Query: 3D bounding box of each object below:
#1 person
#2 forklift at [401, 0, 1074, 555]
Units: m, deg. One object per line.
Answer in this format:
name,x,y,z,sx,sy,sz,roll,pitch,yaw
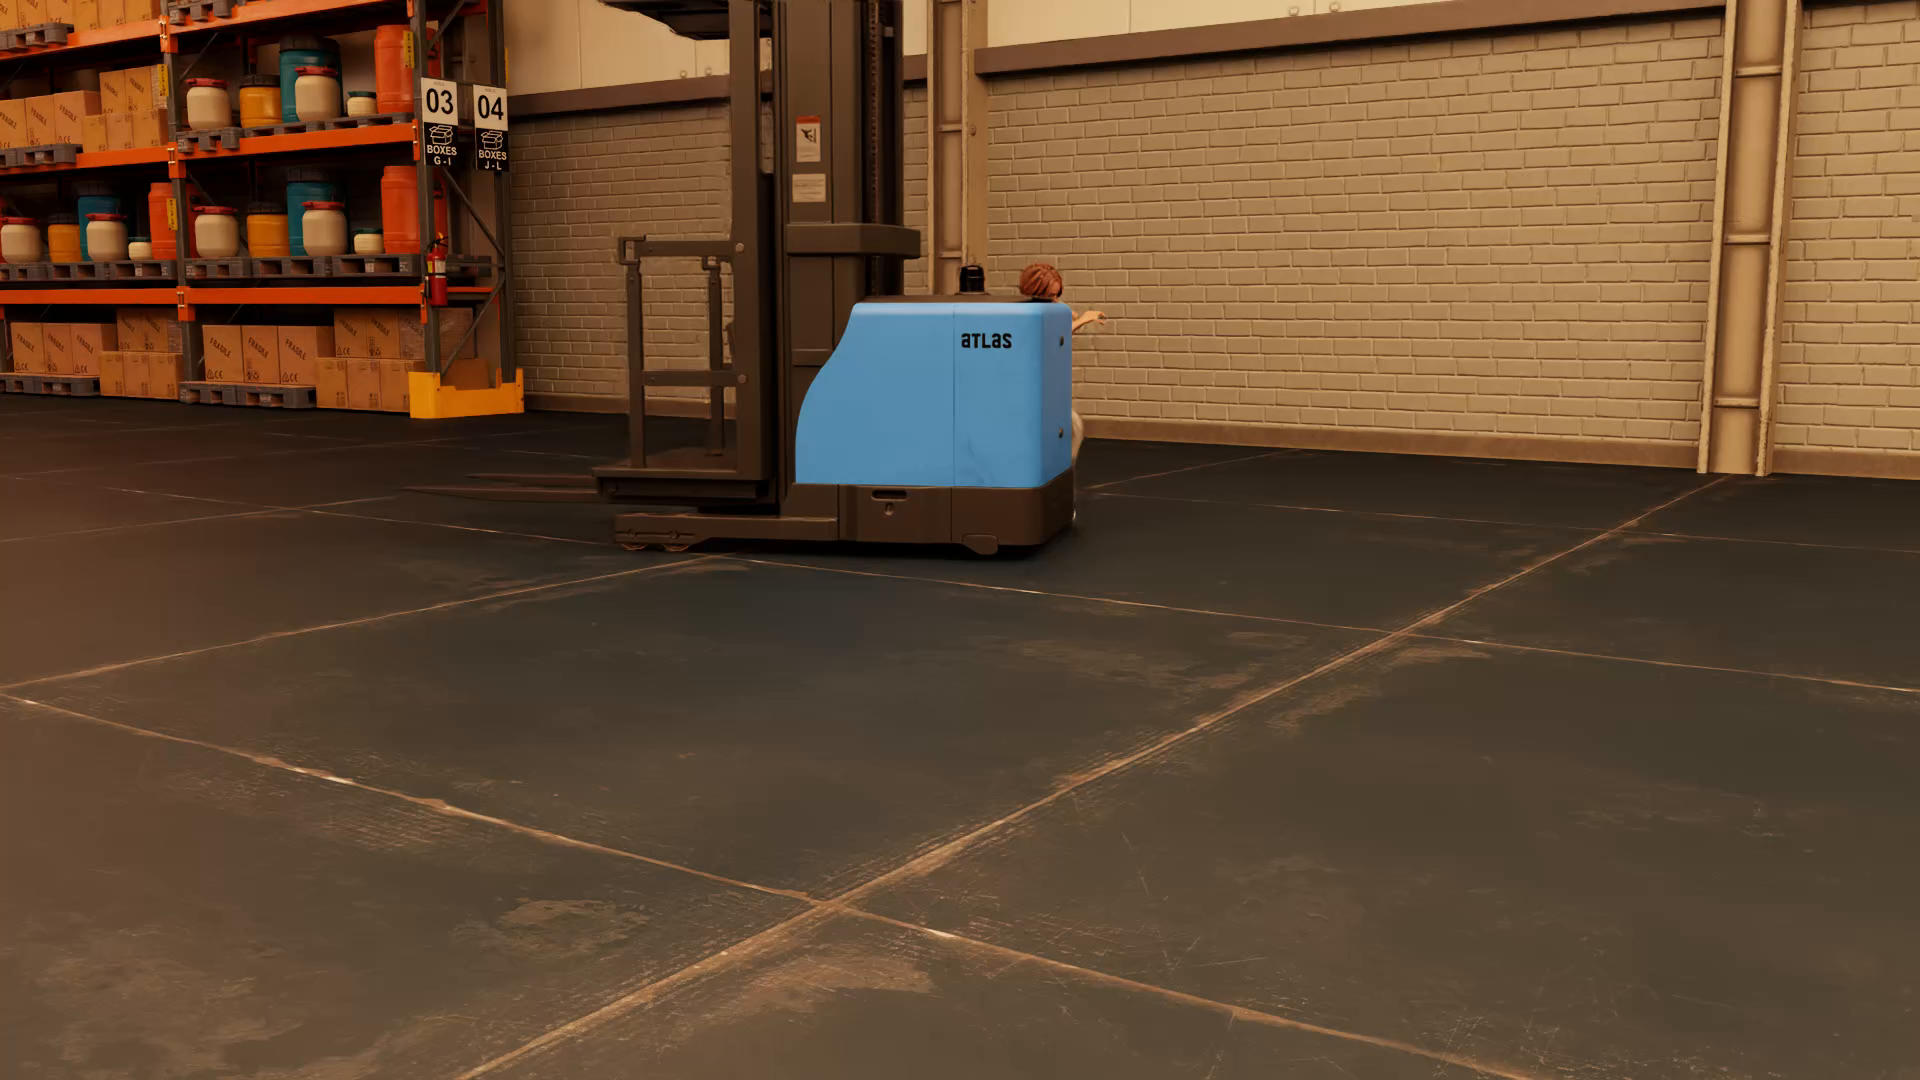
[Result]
person,0.482,-0.728,8.309,0.747,1.300,1.127,8,11,44
forklift,-1.038,-1.469,7.523,3.031,2.935,1.130,2,8,12
